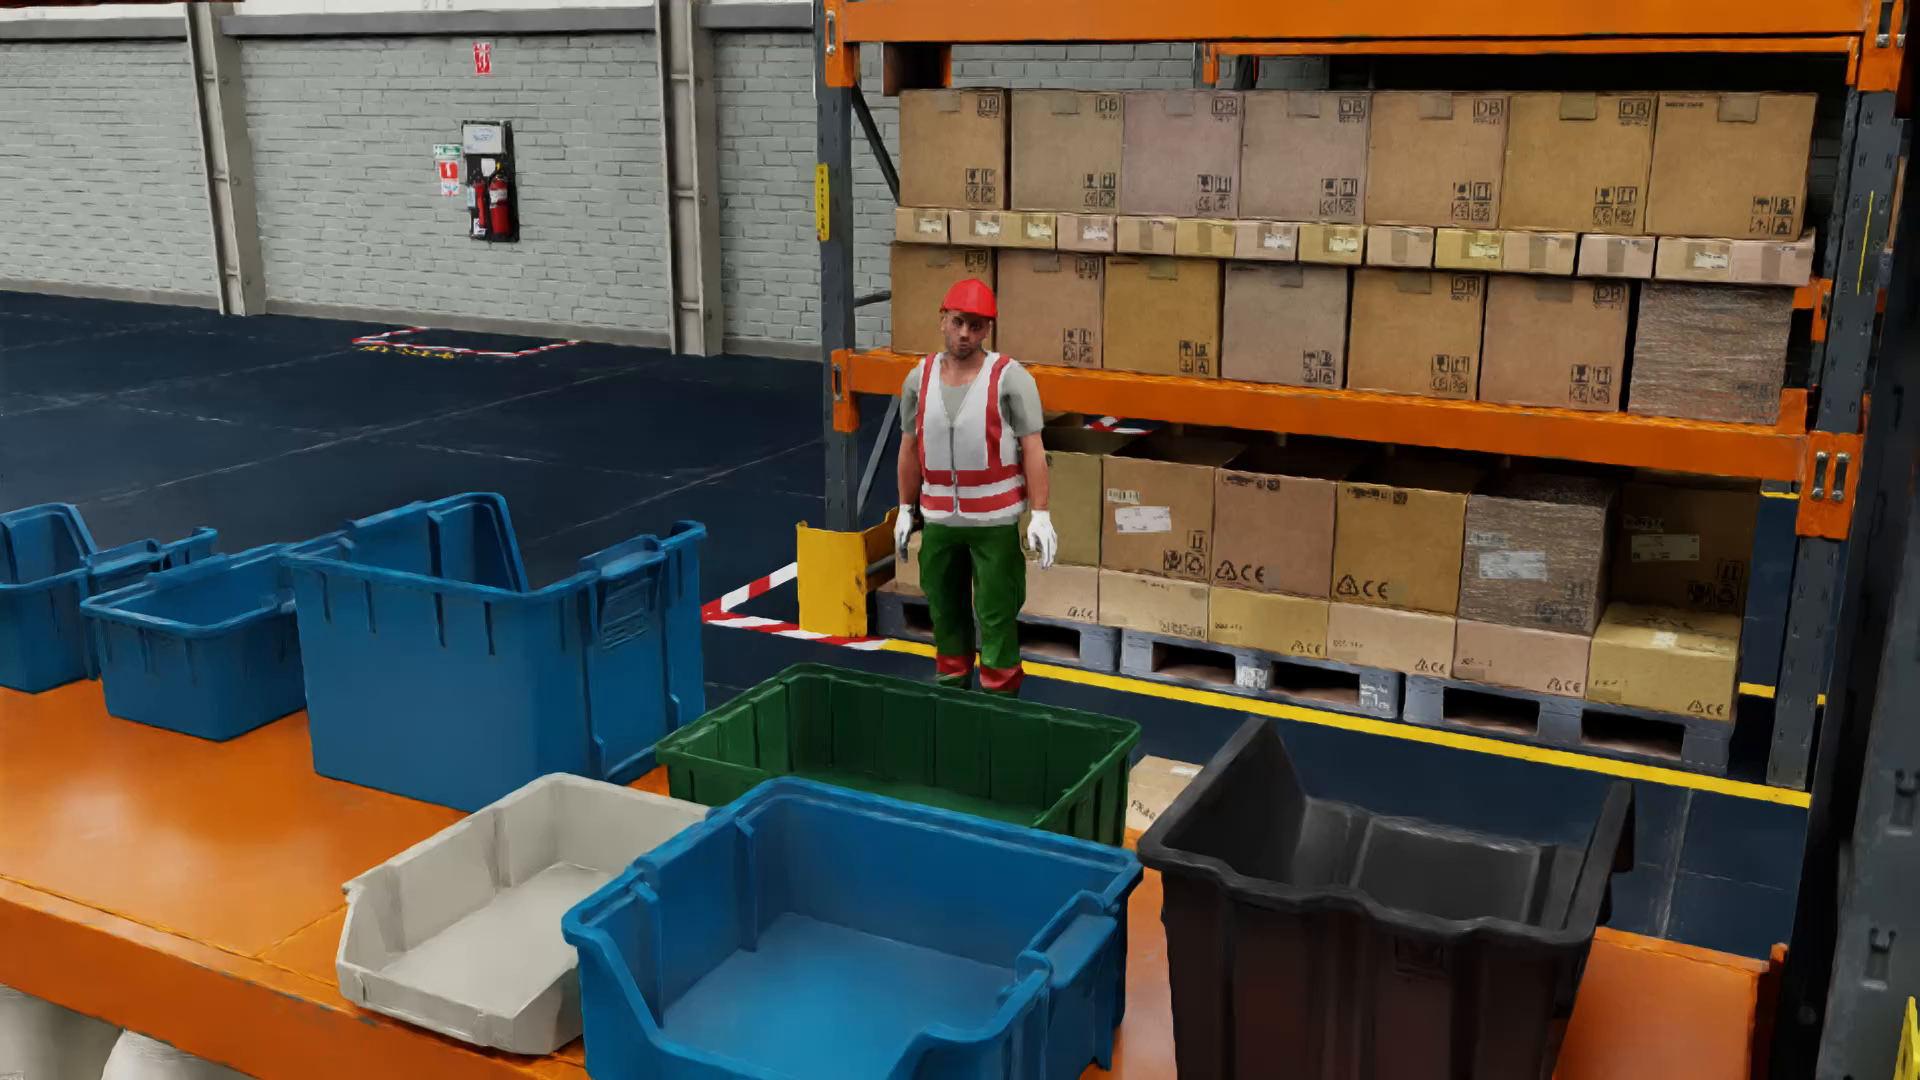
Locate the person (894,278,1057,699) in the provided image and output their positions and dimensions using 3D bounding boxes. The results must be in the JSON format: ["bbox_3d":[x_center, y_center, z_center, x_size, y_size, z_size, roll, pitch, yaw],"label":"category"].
[{"bbox_3d":[0.052,-0.063,6.120,0.668,1.791,0.449,7,17,24],"label":"person"}]
